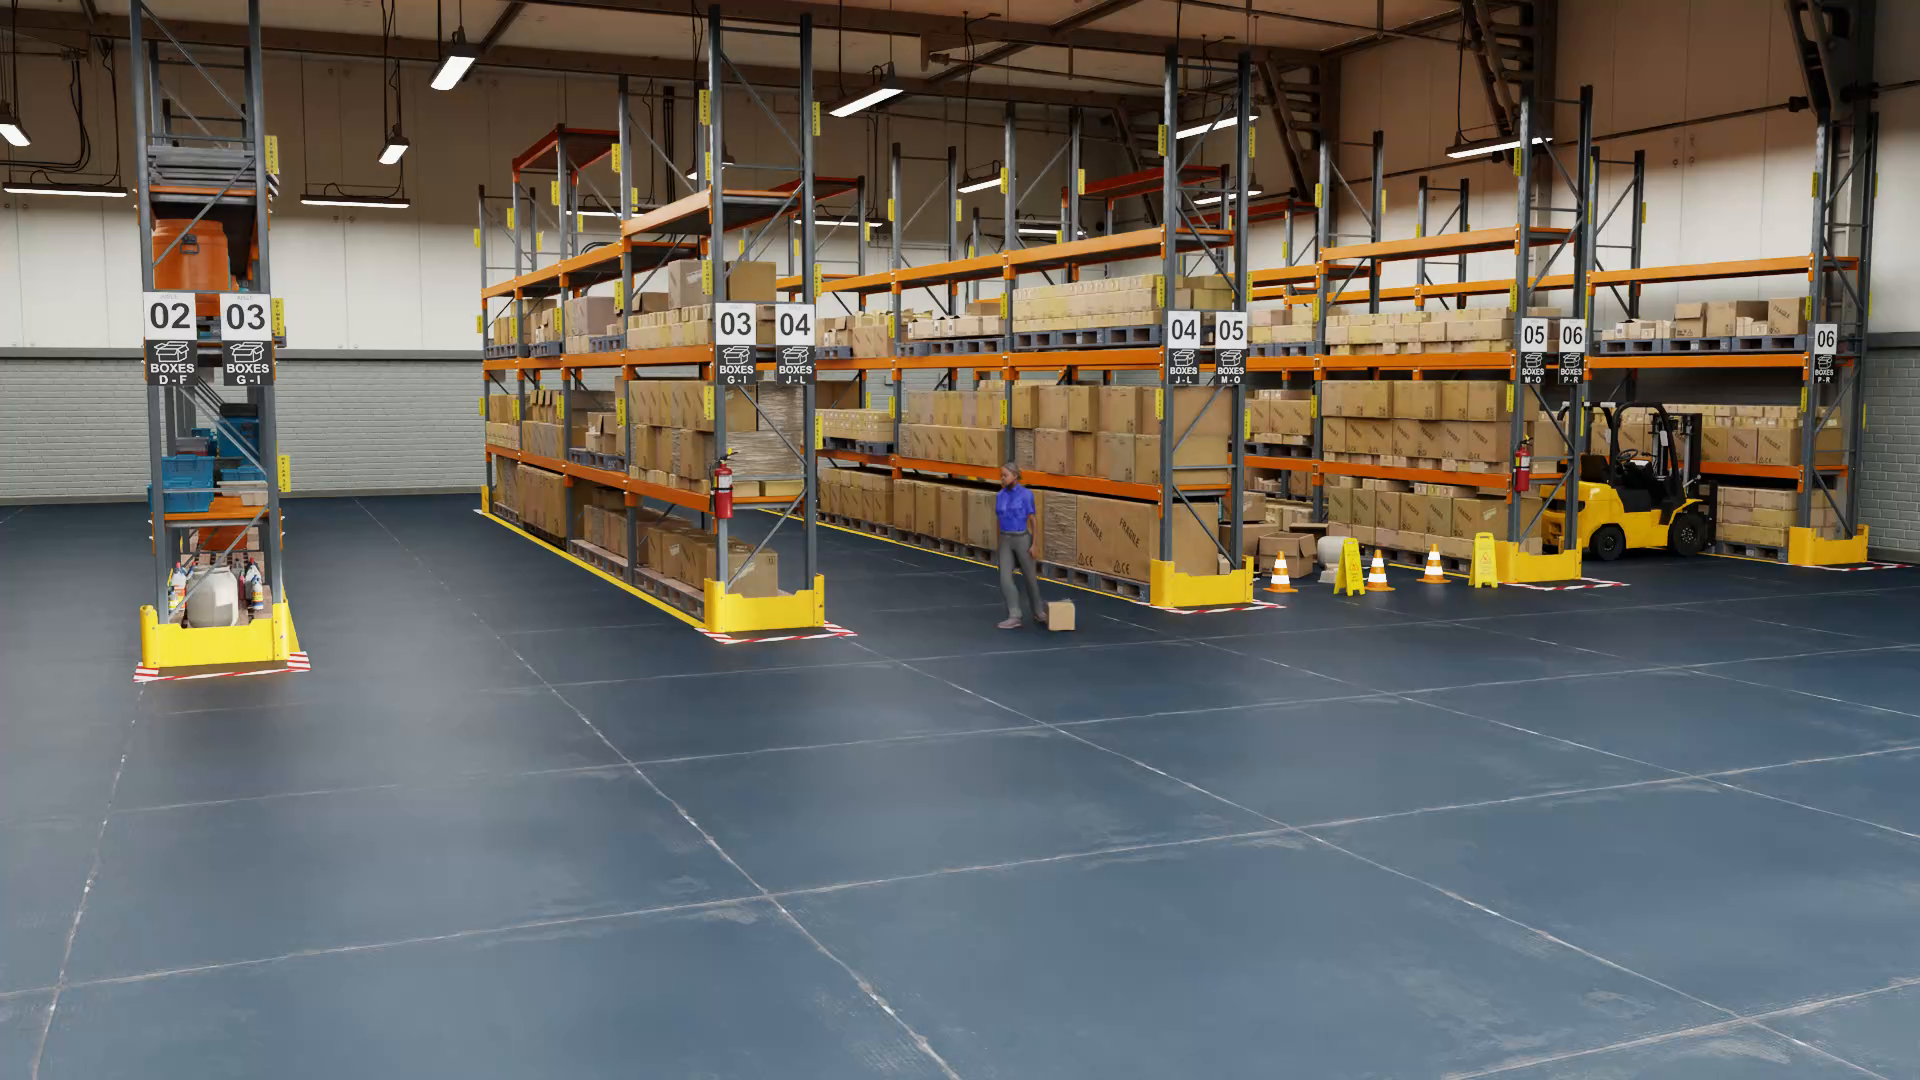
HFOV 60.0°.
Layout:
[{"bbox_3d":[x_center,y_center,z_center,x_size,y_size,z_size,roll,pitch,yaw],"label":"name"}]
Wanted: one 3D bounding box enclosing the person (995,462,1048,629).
[{"bbox_3d":[0.614,0.046,16.598,0.525,1.647,0.570,3,6,31],"label":"person"}]
